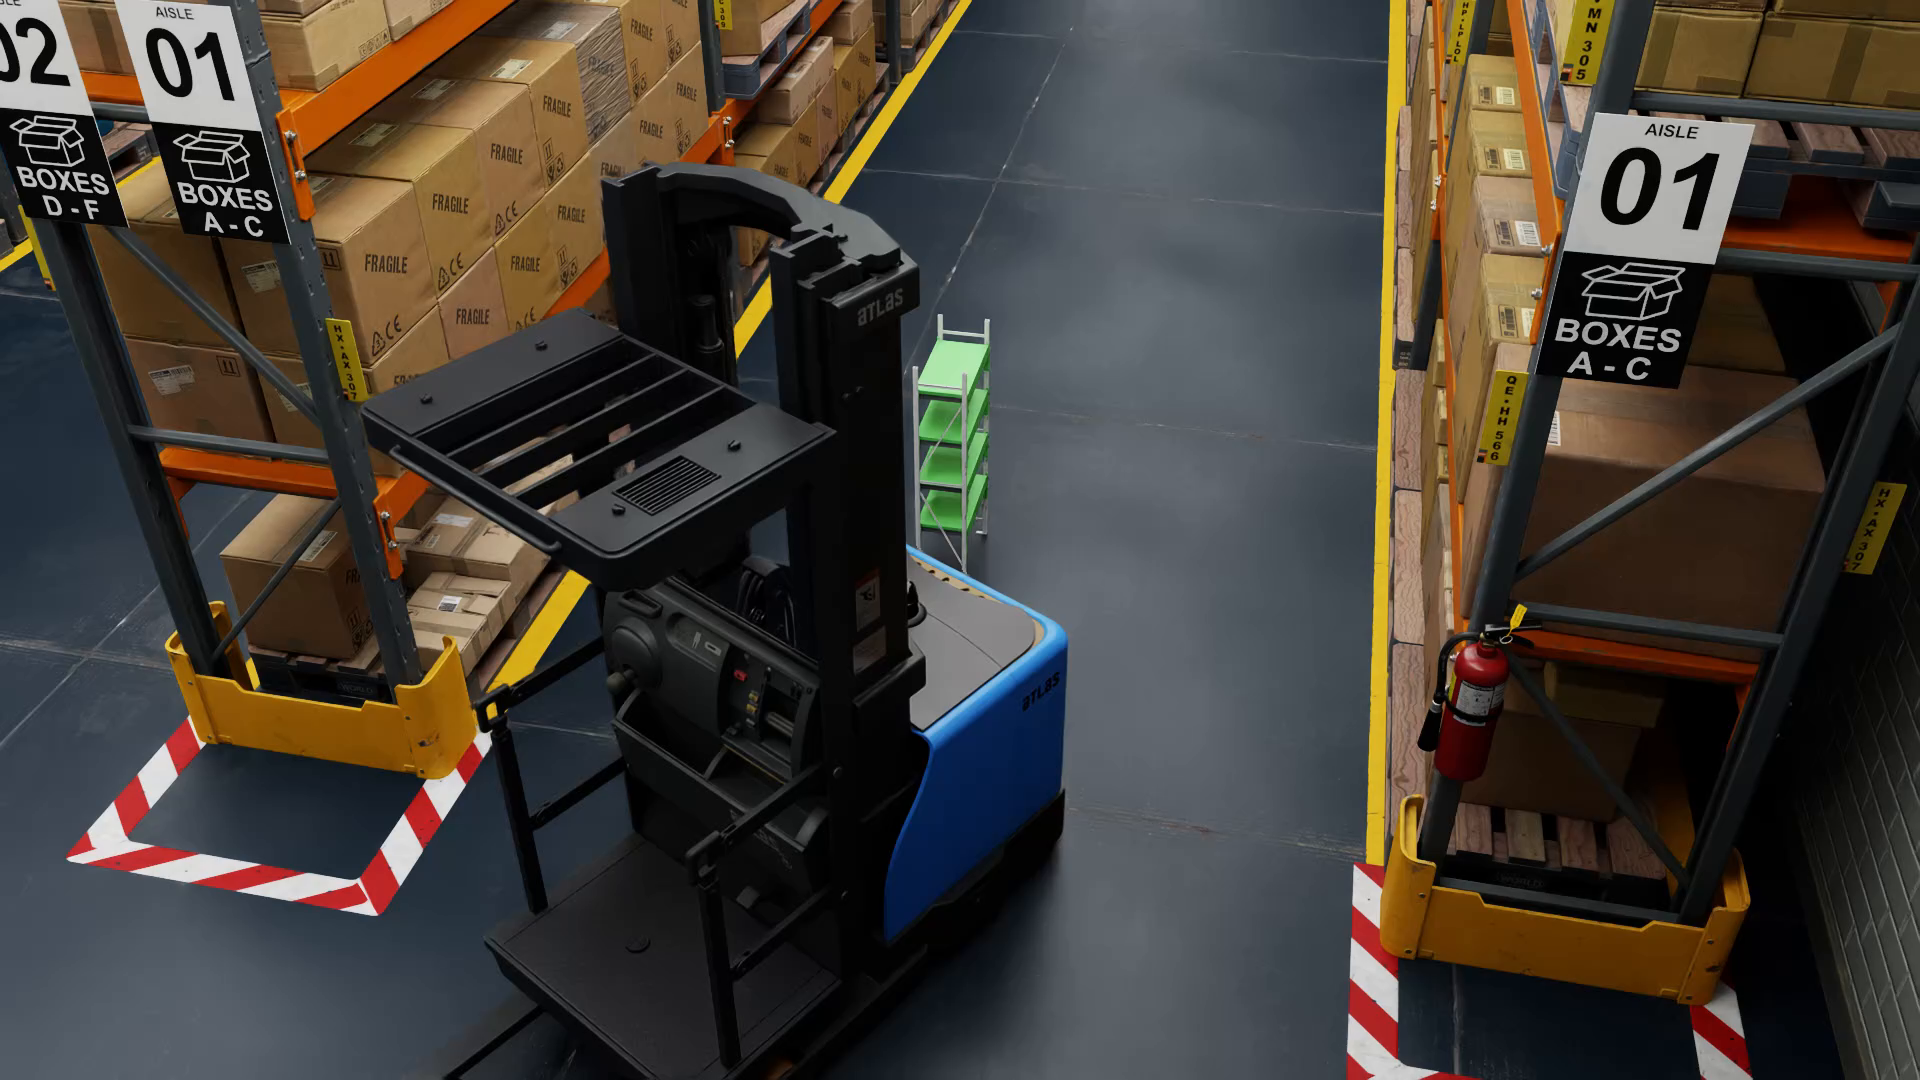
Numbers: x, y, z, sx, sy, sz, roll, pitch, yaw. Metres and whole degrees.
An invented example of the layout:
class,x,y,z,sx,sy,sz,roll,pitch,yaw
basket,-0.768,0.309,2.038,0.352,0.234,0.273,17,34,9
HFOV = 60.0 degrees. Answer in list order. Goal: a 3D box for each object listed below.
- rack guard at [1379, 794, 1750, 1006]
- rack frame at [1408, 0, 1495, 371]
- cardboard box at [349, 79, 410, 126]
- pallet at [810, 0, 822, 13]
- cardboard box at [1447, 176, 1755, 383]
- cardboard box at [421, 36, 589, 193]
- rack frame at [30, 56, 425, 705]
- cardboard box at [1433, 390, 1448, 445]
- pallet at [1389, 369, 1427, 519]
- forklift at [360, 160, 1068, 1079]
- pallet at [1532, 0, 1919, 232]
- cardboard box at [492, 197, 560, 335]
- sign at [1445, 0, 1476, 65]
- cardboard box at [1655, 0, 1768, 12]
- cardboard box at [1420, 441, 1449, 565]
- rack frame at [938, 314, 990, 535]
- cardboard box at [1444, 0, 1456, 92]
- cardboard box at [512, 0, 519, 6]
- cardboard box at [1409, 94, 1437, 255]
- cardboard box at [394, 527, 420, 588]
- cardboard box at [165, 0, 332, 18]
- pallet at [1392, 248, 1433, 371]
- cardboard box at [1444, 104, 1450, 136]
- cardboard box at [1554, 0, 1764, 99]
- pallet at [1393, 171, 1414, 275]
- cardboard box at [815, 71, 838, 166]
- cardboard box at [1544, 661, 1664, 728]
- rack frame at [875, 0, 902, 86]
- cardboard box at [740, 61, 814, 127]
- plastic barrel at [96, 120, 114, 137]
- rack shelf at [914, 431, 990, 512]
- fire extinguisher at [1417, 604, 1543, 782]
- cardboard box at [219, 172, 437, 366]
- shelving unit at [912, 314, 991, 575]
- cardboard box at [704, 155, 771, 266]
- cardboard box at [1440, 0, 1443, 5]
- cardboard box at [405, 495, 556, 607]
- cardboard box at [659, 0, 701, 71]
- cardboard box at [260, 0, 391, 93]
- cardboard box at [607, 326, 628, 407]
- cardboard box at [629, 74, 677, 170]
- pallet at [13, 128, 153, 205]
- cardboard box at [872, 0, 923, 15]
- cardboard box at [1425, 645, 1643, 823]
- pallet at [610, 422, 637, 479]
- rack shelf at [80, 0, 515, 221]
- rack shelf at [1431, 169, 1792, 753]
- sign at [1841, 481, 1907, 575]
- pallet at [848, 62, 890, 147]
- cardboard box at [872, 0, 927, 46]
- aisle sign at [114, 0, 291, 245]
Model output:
class,x,y,z,sx,sy,sz,roll,pitch,yaw
rack guard,2.158,1.301,6.029,1.175,0.500,0.348,7,37,10
rack frame,3.018,-2.018,8.478,1.000,3.000,0.127,7,37,10
cardboard box,-2.637,-1.666,7.055,0.500,0.500,0.500,8,37,11
pallet,-1.379,-3.737,11.013,1.003,0.211,1.213,7,37,10
cardboard box,2.579,-0.994,6.810,0.980,0.700,0.700,6,36,8
cardboard box,-2.001,-1.888,7.362,0.500,0.500,0.500,7,37,10
rack frame,-2.677,-0.343,6.168,1.000,3.000,0.127,7,37,10
cardboard box,2.395,-0.550,7.672,0.380,0.149,0.250,6,36,9
pallet,2.779,-0.463,8.708,1.003,0.211,1.213,7,37,10
forklift,-0.935,0.471,5.103,1.130,2.935,3.031,27,44,32
pallet,2.312,-1.330,5.048,1.003,0.211,1.213,7,37,10
cardboard box,-2.109,-1.189,7.249,0.500,0.500,0.500,7,37,10
sign,2.486,-2.517,8.248,0.100,0.325,0.005,7,37,10
cardboard box,2.053,-1.846,4.731,0.500,0.500,0.500,7,37,10
cardboard box,2.536,-0.178,7.712,0.700,0.500,0.500,8,37,11
rack frame,0.017,-0.531,7.960,0.240,1.200,0.015,7,37,10
cardboard box,2.969,-2.777,9.169,0.500,0.500,0.500,8,37,10
cardboard box,-2.308,-2.551,8.277,0.500,0.500,0.500,6,36,9
cardboard box,3.217,-2.216,10.226,0.750,0.750,0.750,8,37,11
cardboard box,-2.627,0.062,7.648,0.380,0.166,0.250,7,37,10
cardboard box,-2.313,-1.962,5.546,0.500,0.250,0.500,7,37,10
pallet,3.109,-1.341,9.920,1.003,0.211,1.213,7,37,10
cardboard box,2.844,-2.301,9.066,0.380,0.149,0.250,8,37,11
cardboard box,2.061,-1.542,4.950,0.500,0.250,0.500,8,37,11
pallet,3.367,-2.042,10.888,1.003,0.211,1.213,7,37,10
cardboard box,-1.155,-2.932,11.494,0.500,0.500,0.500,6,36,8
cardboard box,2.384,0.538,6.171,0.380,0.149,0.250,8,37,10
rack frame,-0.968,-4.930,12.496,1.000,3.000,0.127,7,37,10
cardboard box,-1.267,-2.926,10.848,0.500,0.250,0.500,7,37,10
plastic barrel,-6.377,-3.296,11.671,0.600,0.901,0.708,7,37,10
rack shelf,-0.035,-0.339,7.804,0.258,0.148,0.480,7,37,10
fire extinguisher,1.680,0.486,5.407,0.296,0.674,0.183,7,37,10
cardboard box,-2.324,-1.010,6.150,0.500,0.500,0.500,8,37,11
shelving unit,-0.035,-0.391,7.767,0.258,1.200,0.503,7,37,10
cardboard box,-1.481,-2.049,10.277,0.500,0.500,0.500,6,36,8
cardboard box,3.290,-3.650,10.375,0.500,0.500,0.500,7,37,10
cardboard box,-2.177,0.029,7.622,0.500,0.250,0.500,7,37,10
cardboard box,-1.678,-2.760,8.564,0.500,0.500,0.500,7,37,10
cardboard box,-2.319,-1.760,5.694,0.500,0.250,0.500,7,37,10
cardboard box,-1.827,-0.934,8.899,0.500,0.311,0.500,7,37,10
cardboard box,-1.787,-2.063,8.455,0.500,0.500,0.500,8,37,11
pallet,-6.455,-2.568,11.613,1.003,0.211,1.213,7,37,10
cardboard box,-0.569,-4.477,13.378,0.500,0.311,0.500,9,37,12
cardboard box,2.215,0.704,6.495,0.700,0.500,0.500,7,37,10
pallet,-2.228,-0.412,8.639,1.003,0.211,1.213,7,37,10
rack shelf,-2.250,-2.413,7.081,1.077,0.370,4.000,7,37,10
rack shelf,2.591,-0.580,7.107,1.077,0.370,4.000,7,37,10
sign,2.704,-0.034,4.936,0.100,0.325,0.005,7,37,10
pallet,-1.164,-3.377,12.730,1.003,0.211,1.213,7,37,10
cardboard box,-0.569,-4.250,13.543,0.500,0.250,0.500,7,37,10
aisle sign,-2.404,-1.320,5.300,0.394,0.787,0.004,7,37,10
